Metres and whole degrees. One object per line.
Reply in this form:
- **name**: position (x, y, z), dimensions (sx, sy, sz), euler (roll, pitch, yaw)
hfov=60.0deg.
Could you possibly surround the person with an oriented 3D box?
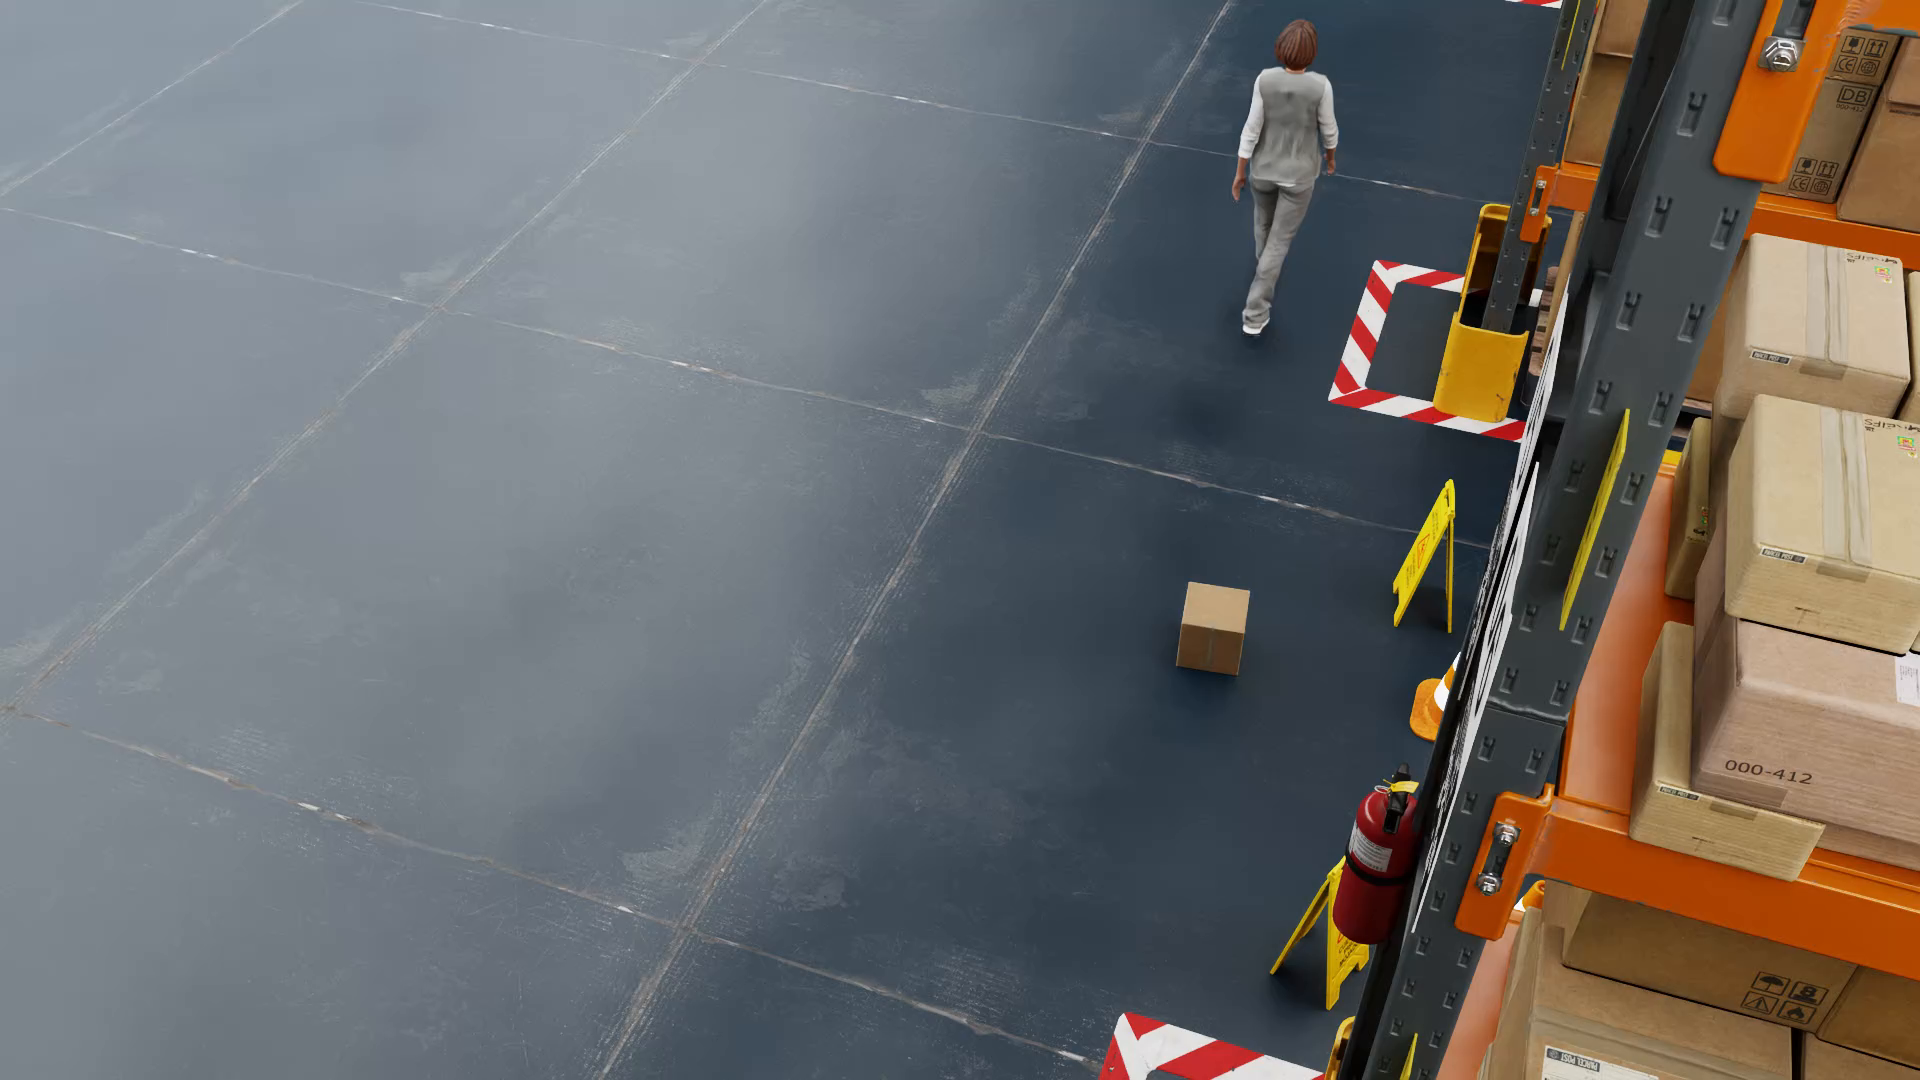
- **person**: position (1.622, -1.860, 8.208), dimensions (0.444, 1.549, 0.903), euler (16, 45, 17)
